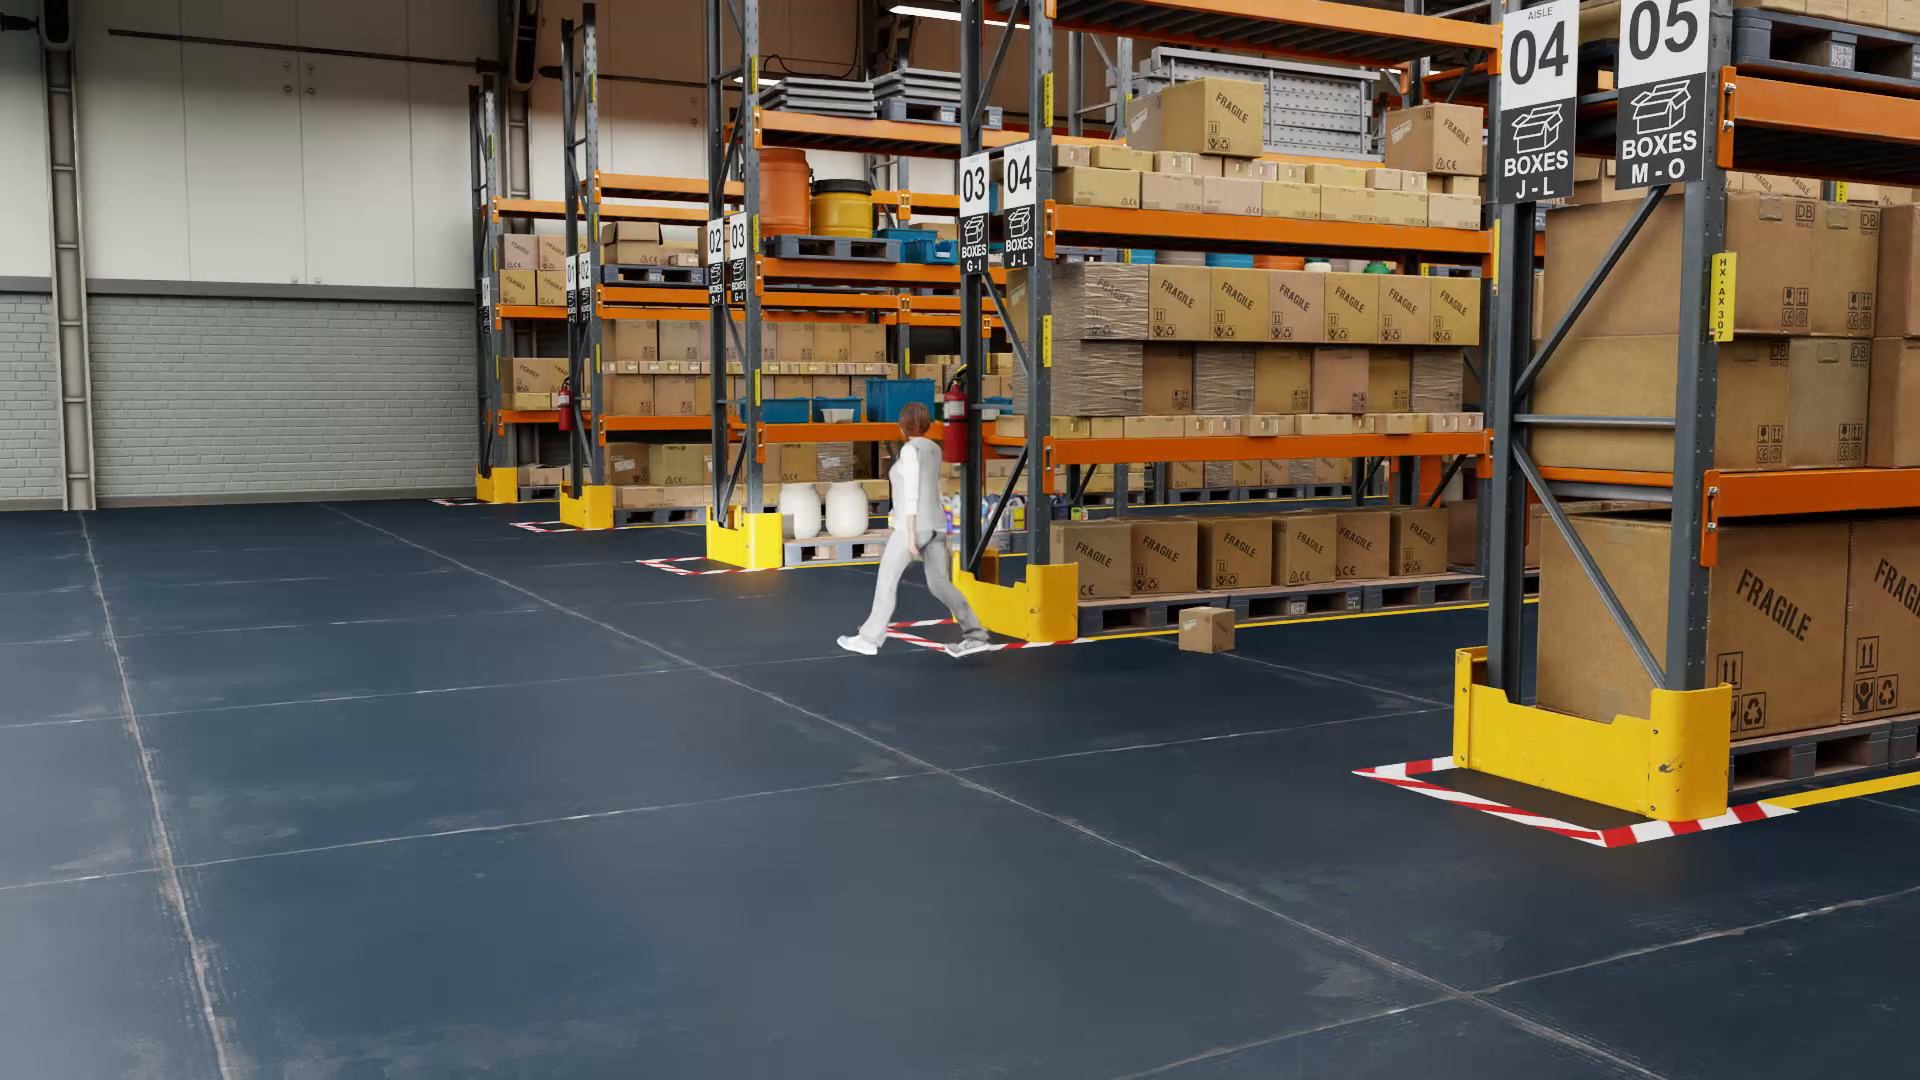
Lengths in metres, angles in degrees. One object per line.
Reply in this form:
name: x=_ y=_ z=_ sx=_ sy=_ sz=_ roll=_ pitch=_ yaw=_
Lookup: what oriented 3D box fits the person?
person: x=-0.269 y=-0.058 z=9.961 sx=0.980 sy=1.517 sz=0.491 roll=3 pitch=6 yaw=32
